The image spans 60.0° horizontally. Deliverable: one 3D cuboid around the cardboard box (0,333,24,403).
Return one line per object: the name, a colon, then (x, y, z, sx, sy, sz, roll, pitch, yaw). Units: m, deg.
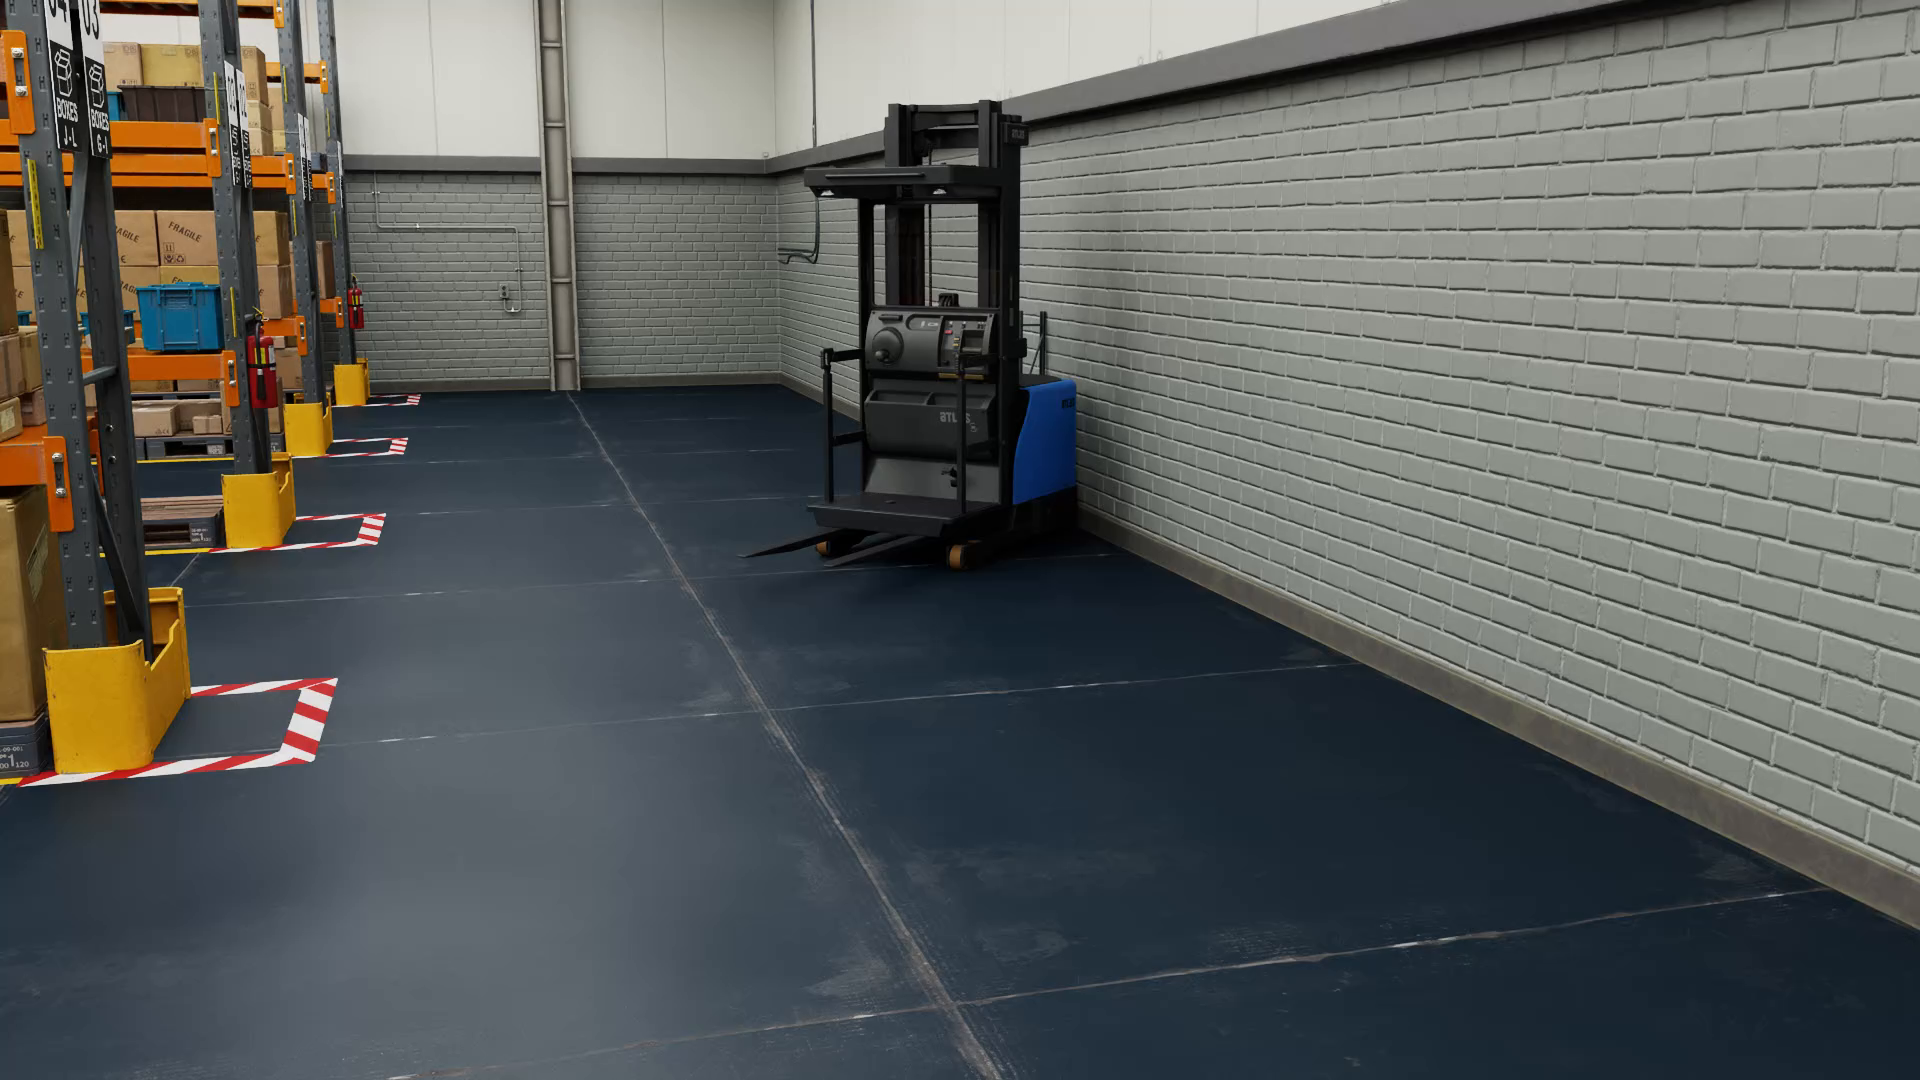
cardboard box: (-3.974, -0.661, 6.443, 0.500, 0.250, 0.500, -3, 11, -17)

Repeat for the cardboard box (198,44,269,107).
cardboard box: (-6.836, -4.368, 15.668, 0.500, 0.500, 0.700, -3, 11, -16)

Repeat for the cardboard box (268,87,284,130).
cardboard box: (-8.362, -5.184, 20.040, 0.500, 0.500, 0.500, -3, 11, -16)

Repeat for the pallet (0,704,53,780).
pallet: (-4.328, 0.767, 6.799, 1.213, 0.211, 1.003, -3, 11, -16)

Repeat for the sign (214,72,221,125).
sign: (-4.797, -2.849, 10.740, 0.005, 0.325, 0.100, -3, 11, -16)

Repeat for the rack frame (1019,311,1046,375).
rack frame: (0.529, -0.961, 12.471, 0.032, 1.500, 0.500, 4, 8, 24)

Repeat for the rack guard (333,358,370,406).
rack guard: (-7.713, -2.014, 21.105, 0.348, 0.500, 1.175, -3, 11, -16)

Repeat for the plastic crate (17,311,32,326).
plastic crate: (-6.560, -1.445, 11.408, 0.300, 0.233, 0.416, -3, 11, -16)

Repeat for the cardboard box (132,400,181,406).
cardboard box: (-7.909, -1.216, 16.248, 0.500, 0.250, 0.500, -3, 11, -16)

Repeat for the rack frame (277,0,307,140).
rack frame: (-6.348, -5.332, 15.652, 0.127, 3.000, 1.000, -3, 11, -16)

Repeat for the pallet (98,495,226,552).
pallet: (-5.769, -0.113, 11.580, 1.213, 0.211, 1.003, -3, 11, -16)

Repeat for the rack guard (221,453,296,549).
rack guard: (-4.947, -0.294, 11.762, 0.348, 0.500, 1.175, -3, 11, -16)

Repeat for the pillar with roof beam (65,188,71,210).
pillar with roof beam: (-9.943, -5.427, 16.174, 0.400, 9.000, 9.100, -3, 11, -16)

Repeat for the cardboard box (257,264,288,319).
cardboard box: (-6.702, -2.360, 15.806, 0.500, 0.500, 0.500, -3, 11, -14)

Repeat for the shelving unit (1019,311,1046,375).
shelving unit: (0.065, -0.990, 12.676, 1.048, 1.500, 0.538, 4, 8, 24)

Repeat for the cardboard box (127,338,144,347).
cardboard box: (-9.949, -2.368, 20.076, 0.250, 0.149, 0.380, -3, 11, -18)

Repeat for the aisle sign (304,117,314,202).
aisle sign: (-6.364, -3.714, 16.256, 0.004, 0.787, 0.394, -3, 11, -16)

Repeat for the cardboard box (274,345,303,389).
cardboard box: (-8.380, -2.166, 20.774, 0.500, 0.500, 0.700, -3, 11, -16)

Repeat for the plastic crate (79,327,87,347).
plastic crate: (-5.981, -1.335, 11.074, 0.243, 0.136, 0.396, -3, 11, -16)

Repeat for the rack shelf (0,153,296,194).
rack shelf: (-8.268, -3.401, 15.439, 4.000, 0.370, 1.077, -3, 11, -16)

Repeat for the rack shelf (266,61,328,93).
rack shelf: (-9.656, -5.541, 19.881, 4.000, 0.370, 1.077, -3, 11, -16)

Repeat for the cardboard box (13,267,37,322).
cardboard box: (-8.651, -2.258, 15.249, 0.500, 0.500, 0.500, -3, 11, -16)

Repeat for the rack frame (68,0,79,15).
rack frame: (-3.582, -3.609, 6.297, 0.127, 3.000, 1.000, -3, 11, -16)

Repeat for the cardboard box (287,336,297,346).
cardboard box: (-8.316, -2.527, 20.938, 0.250, 0.149, 0.380, -3, 11, -16)

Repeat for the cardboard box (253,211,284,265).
cardboard box: (-6.698, -2.852, 15.714, 0.500, 0.500, 0.500, -3, 11, -16)

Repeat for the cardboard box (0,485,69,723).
cardboard box: (-4.175, 0.226, 6.743, 0.875, 0.875, 0.875, -3, 11, -16)

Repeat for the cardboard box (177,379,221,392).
cardboard box: (-9.343, -2.115, 20.497, 0.500, 0.500, 0.700, -3, 11, -18)

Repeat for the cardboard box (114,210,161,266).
cardboard box: (-7.680, -2.799, 15.427, 0.500, 0.500, 0.500, -3, 11, -14)

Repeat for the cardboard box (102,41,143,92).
cardboard box: (-7.790, -4.314, 15.372, 0.500, 0.500, 0.700, -3, 11, -16)

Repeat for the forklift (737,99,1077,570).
forklift: (-0.300, -1.341, 10.737, 1.130, 2.935, 3.031, 6, 12, 28)

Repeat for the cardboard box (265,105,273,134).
cardboard box: (-6.914, -4.048, 15.997, 0.500, 0.250, 0.500, -3, 11, -16)

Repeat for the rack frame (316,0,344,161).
rack frame: (-7.736, -6.192, 20.329, 0.127, 3.000, 1.000, -3, 11, -16)

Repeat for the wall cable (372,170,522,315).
wall cable: (-6.771, -3.971, 22.025, 1.851, 1.984, 0.084, -3, 11, -16)

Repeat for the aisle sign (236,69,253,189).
aisle sign: (-4.981, -2.854, 11.582, 0.004, 0.787, 0.394, -3, 11, -16)

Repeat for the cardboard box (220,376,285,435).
cardboard box: (-6.801, -1.298, 16.000, 0.500, 0.500, 0.500, -3, 11, -16)

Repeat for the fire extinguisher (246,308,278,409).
fire extinguisher: (-4.695, -1.227, 11.170, 0.183, 0.674, 0.296, -3, 11, -16)

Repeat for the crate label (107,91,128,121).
crate label: (-5.943, -2.931, 11.311, 0.502, 0.251, 0.408, -3, 11, -16)

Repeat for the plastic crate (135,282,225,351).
plastic crate: (-5.236, -1.517, 11.240, 0.499, 0.435, 0.616, -3, 11, -16)

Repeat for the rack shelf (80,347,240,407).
rack shelf: (-6.887, -1.065, 11.033, 4.000, 0.370, 1.077, -3, 11, -16)

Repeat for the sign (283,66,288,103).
sign: (-6.212, -4.194, 15.314, 0.005, 0.325, 0.100, -3, 11, -16)

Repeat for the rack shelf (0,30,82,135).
rack shelf: (-5.503, -1.679, 6.084, 4.000, 0.370, 1.077, -3, 11, -16)

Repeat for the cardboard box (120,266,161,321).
cardboard box: (-7.679, -2.309, 15.528, 0.500, 0.500, 0.500, -3, 11, -15)

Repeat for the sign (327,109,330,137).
sign: (-7.598, -5.019, 20.011, 0.005, 0.325, 0.100, -3, 11, -16)

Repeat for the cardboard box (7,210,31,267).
cardboard box: (-8.668, -2.747, 15.143, 0.500, 0.500, 0.500, -3, 11, -18)

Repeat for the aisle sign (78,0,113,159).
aisle sign: (-3.597, -1.993, 6.908, 0.004, 0.787, 0.394, -3, 11, -16)

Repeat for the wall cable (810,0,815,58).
wall cable: (-1.449, -6.903, 18.816, 0.112, 2.526, 3.097, -3, 11, -16)

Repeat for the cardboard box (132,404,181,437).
cardboard box: (-7.721, -1.132, 15.790, 0.500, 0.250, 0.500, -3, 11, -16)

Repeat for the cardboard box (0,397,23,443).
cardboard box: (-3.832, -0.460, 6.454, 0.250, 0.149, 0.380, -3, 11, -15)

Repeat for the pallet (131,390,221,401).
pallet: (-9.651, -1.755, 20.499, 1.213, 0.211, 1.003, -3, 11, -16)

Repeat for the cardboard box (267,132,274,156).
cardboard box: (-6.912, -3.801, 16.036, 0.500, 0.250, 0.500, -3, 11, -16)

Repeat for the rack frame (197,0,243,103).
rack frame: (-4.967, -4.470, 10.974, 0.127, 3.000, 1.000, -3, 11, -16)

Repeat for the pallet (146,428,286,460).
pallet: (-7.186, -0.965, 16.207, 1.213, 0.211, 1.003, -3, 11, -16)

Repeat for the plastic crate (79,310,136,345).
plastic crate: (-5.928, -1.478, 11.589, 0.300, 0.233, 0.416, -3, 11, -16)

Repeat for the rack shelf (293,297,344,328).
rack shelf: (-9.656, -2.787, 20.388, 4.000, 0.370, 1.077, -3, 11, -16)
